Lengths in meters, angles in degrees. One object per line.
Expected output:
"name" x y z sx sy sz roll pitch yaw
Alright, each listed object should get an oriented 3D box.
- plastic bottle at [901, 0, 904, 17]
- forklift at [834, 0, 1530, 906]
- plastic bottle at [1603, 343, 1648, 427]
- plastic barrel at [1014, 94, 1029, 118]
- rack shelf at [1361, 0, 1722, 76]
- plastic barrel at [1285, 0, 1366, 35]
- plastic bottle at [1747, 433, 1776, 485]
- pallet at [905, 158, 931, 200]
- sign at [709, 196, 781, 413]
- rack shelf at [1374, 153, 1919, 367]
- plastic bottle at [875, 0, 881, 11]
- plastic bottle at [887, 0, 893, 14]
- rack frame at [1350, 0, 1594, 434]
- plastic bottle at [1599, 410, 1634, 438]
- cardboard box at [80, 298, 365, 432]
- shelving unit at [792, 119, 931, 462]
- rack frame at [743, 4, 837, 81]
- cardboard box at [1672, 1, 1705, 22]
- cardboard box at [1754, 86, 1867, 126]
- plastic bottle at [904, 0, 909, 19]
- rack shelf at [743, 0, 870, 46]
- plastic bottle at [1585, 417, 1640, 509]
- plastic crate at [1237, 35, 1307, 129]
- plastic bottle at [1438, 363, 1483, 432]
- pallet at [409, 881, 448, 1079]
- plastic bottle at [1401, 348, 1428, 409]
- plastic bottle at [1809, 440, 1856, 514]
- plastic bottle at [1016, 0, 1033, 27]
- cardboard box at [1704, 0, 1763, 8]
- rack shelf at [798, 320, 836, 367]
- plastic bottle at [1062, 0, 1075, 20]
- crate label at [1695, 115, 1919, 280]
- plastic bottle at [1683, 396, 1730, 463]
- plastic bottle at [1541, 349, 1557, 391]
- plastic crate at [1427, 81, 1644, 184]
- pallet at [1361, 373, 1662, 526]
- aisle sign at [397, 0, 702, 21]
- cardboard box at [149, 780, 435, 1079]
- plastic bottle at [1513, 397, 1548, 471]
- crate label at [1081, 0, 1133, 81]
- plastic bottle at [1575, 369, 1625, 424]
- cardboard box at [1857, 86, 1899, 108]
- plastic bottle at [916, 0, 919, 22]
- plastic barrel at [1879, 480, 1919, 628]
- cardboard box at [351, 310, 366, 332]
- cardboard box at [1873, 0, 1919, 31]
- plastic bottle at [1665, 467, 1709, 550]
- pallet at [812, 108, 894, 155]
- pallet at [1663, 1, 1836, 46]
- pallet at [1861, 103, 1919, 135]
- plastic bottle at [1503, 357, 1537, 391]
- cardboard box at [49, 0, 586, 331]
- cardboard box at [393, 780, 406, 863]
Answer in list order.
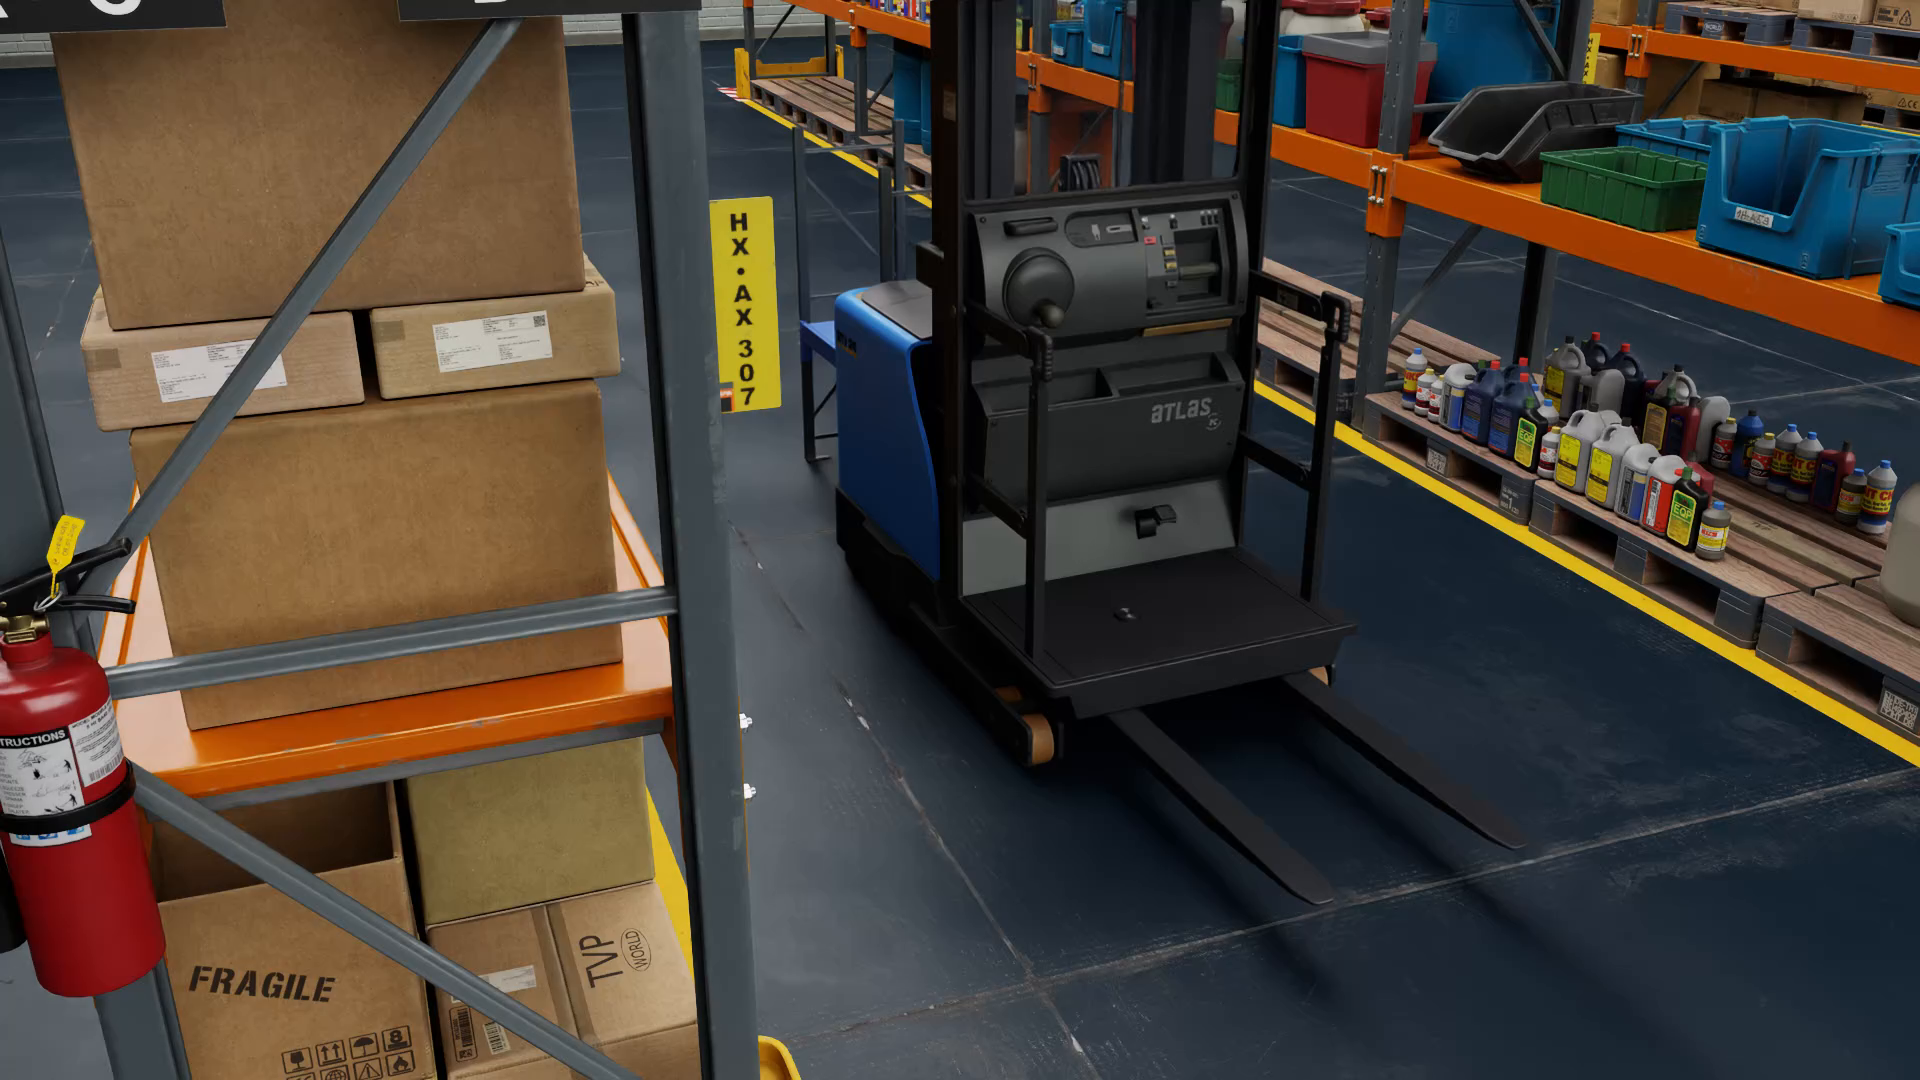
"plastic bottle" -0.429 -4.318 13.389 0.097 0.201 0.097 0 23 0
"forklift" 0.568 -0.845 4.981 1.130 2.935 3.031 -10 25 -22
"plastic bottle" 2.941 -0.691 7.371 0.144 0.351 0.185 -10 25 -22
"plastic barrel" 0.375 -3.095 12.794 0.600 0.588 0.708 -8 24 -19
"rack shelf" 4.890 -4.501 14.494 1.077 0.370 4.000 -8 24 -19
"plastic barrel" 1.984 -2.680 9.071 0.433 0.535 0.433 0 23 0
"plastic bottle" 3.249 -0.331 6.711 0.097 0.201 0.097 0 23 0
"pallet" 0.218 -2.865 13.275 1.003 0.211 1.213 -8 24 -19
"sign" -0.325 -0.351 2.504 0.100 0.325 0.005 -8 24 -19
"rack shelf" 3.083 -0.915 5.985 1.077 0.370 4.000 -8 24 -19
"plastic bottle" -0.672 -4.586 13.919 0.061 0.283 0.133 -8 24 -19
"plastic bottle" -0.514 -4.469 13.651 0.152 0.276 0.135 -8 24 -19
"rack frame" 2.376 -1.973 7.569 1.000 3.000 0.127 -8 24 -19
"plastic bottle" 2.620 -0.377 6.723 0.152 0.276 0.135 -8 24 -19
"cardboard box" -1.159 -0.299 2.634 0.380 0.149 0.250 -9 24 -20
"shelving unit" -0.274 -0.913 6.985 0.538 1.500 1.048 -10 25 -22
"rack frame" -1.863 -6.333 17.914 1.000 3.000 0.127 -8 24 -19
"cardboard box" 5.680 -4.366 13.118 0.500 0.500 0.500 -8 24 -17
"cardboard box" 6.058 -3.072 11.862 0.500 0.250 0.500 -6 23 -13
"plastic bottle" -0.406 -4.312 13.268 0.061 0.283 0.133 -8 24 -19
"rack shelf" -1.156 -5.275 16.330 1.077 0.370 4.000 -8 24 -19
"plastic bottle" 2.556 -0.314 6.478 0.144 0.351 0.185 -7 24 -17
"plastic crate" 1.695 -2.324 8.422 0.392 0.384 0.575 -8 24 -19
"plastic bottle" 2.219 -0.631 7.326 0.152 0.276 0.135 -7 24 -17
"pallet" -1.155 1.171 3.699 1.003 0.211 1.213 -8 24 -19
"plastic bottle" 2.079 -0.743 7.596 0.097 0.271 0.097 0 23 0
"plastic bottle" 3.377 -0.257 6.429 0.061 0.283 0.133 -8 24 -18
"plastic bottle" 0.475 -4.098 12.674 0.144 0.351 0.185 -8 24 -19
"cardboard box" 5.825 -4.155 12.076 0.500 0.500 0.500 -12 25 -25
"rack shelf" -0.274 -0.747 7.055 0.538 0.185 1.000 -10 25 -22
"plastic bottle" 0.805 -3.915 12.342 0.097 0.271 0.097 0 23 0
"crate label" 2.886 -1.168 5.613 0.502 0.435 0.616 -8 24 -19
"plastic bottle" 3.109 -0.480 6.966 0.152 0.276 0.135 -8 24 -18
"plastic bottle" 2.796 -0.797 7.816 0.097 0.201 0.097 0 23 0
"plastic crate" 2.442 -1.737 7.089 0.767 0.338 0.504 -8 24 -19
"pallet" 2.574 -0.438 7.518 1.003 0.211 1.213 -8 24 -19
"aisle sign" -0.536 -1.058 2.050 0.394 0.787 0.004 -8 24 -19
"cardboard box" -1.314 0.733 3.184 0.500 0.500 0.500 -8 24 -19
"plastic bottle" 2.359 -0.440 6.862 0.061 0.283 0.133 -7 24 -17
"crate label" 1.061 -3.045 10.066 0.502 0.435 0.616 -8 24 -19
"plastic bottle" 2.811 -0.627 7.316 0.152 0.276 0.135 -8 24 -19
"cardboard box" 9.259 -4.560 16.384 0.500 0.500 0.500 -8 24 -18
"plastic bottle" -0.300 -4.186 13.074 0.097 0.201 0.097 0 23 0
"plastic barrel" 3.308 0.022 5.497 0.421 0.512 0.421 0 23 0
"cardboard box" -1.189 -0.249 3.350 0.700 0.500 0.500 -8 24 -18
"cardboard box" 6.311 -3.511 10.544 0.797 0.503 0.637 -6 24 -14
"plastic bottle" 2.672 -0.118 6.098 0.061 0.283 0.133 -8 24 -18
"pallet" -0.746 -3.857 15.629 1.003 0.211 1.213 -8 24 -19
"pallet" 5.948 -3.773 12.087 1.213 0.211 1.003 -8 24 -19
"pallet" 9.571 -4.192 16.423 1.003 0.211 1.213 -8 24 -19
"plastic bottle" 2.408 -0.625 7.214 0.144 0.351 0.185 -8 24 -19
"cardboard box" -1.018 -0.676 2.693 0.700 0.500 0.500 -8 24 -19
"cardboard box" -1.678 0.716 4.188 0.500 0.250 0.500 -8 24 -19
